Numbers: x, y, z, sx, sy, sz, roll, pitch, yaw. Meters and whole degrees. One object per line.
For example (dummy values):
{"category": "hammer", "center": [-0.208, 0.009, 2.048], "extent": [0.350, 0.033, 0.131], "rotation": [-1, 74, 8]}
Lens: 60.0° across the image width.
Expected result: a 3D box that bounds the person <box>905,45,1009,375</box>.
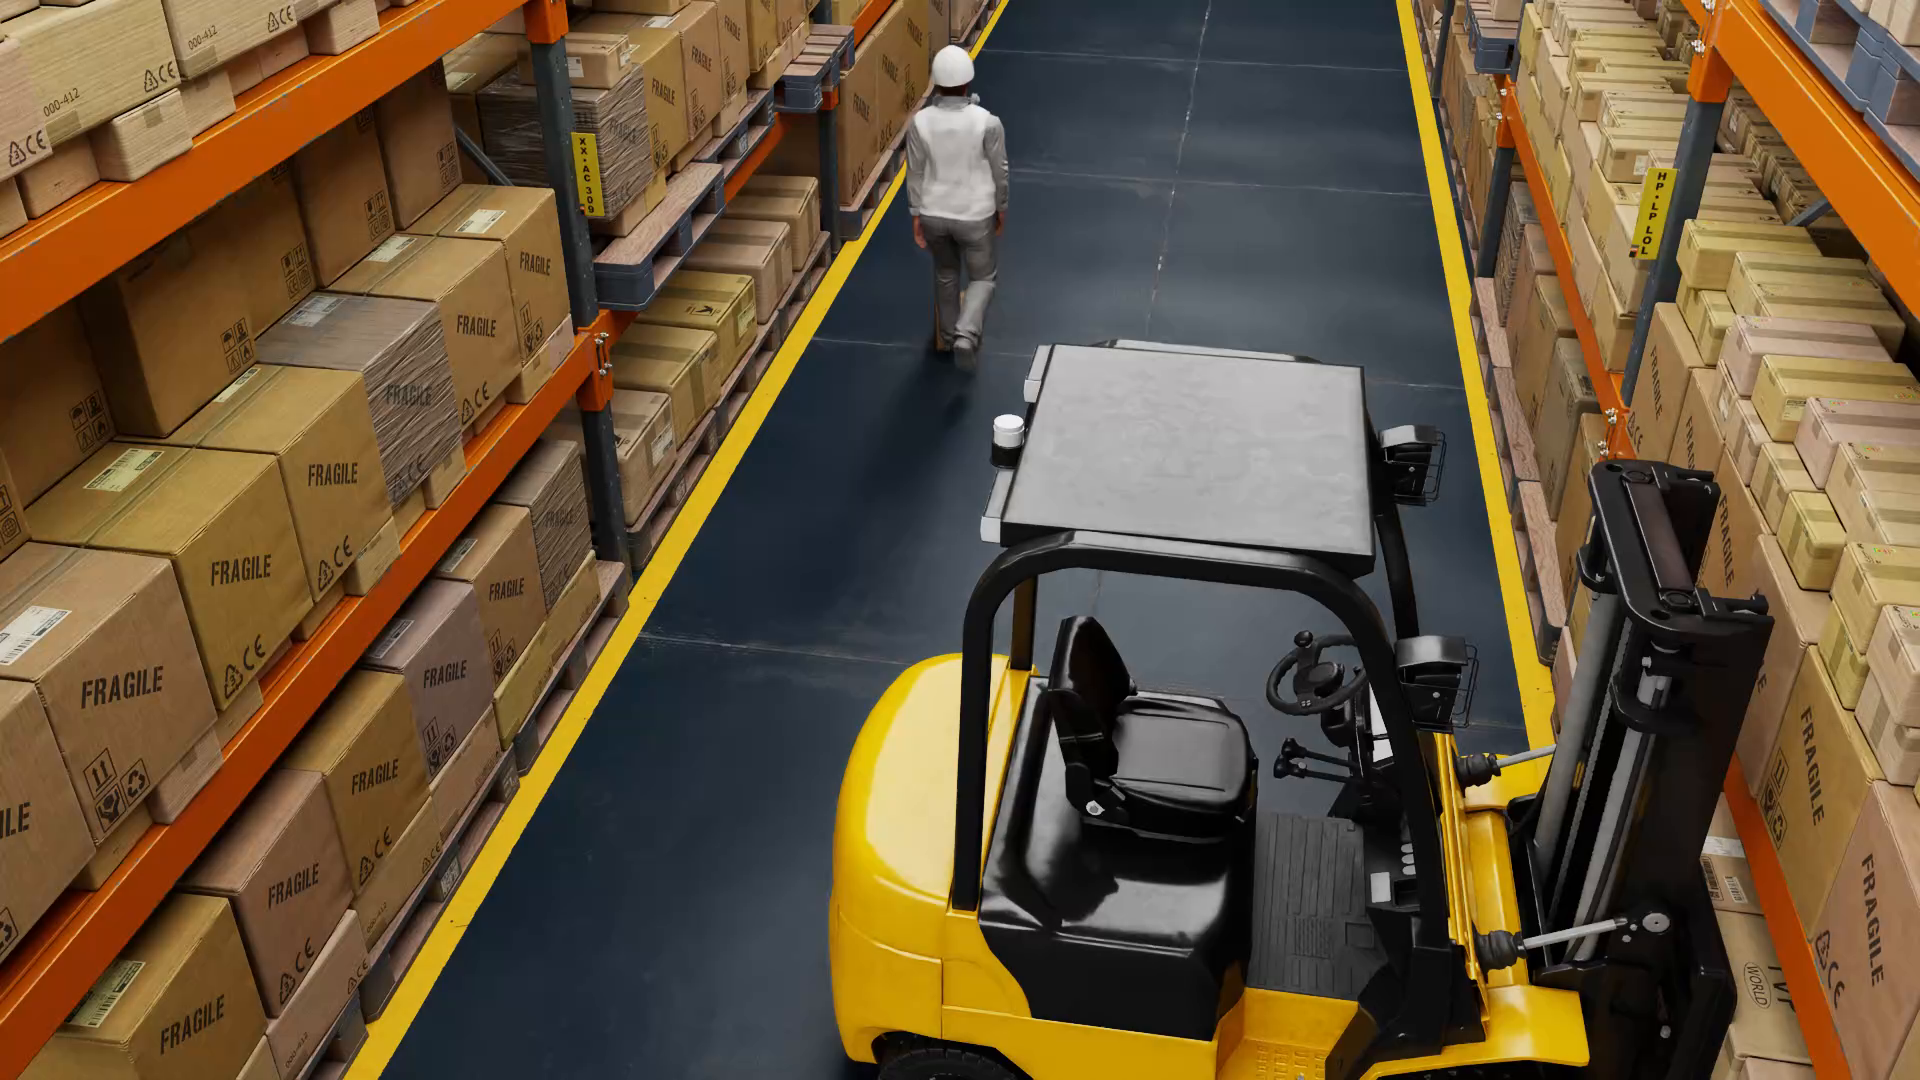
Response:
{"category": "person", "center": [-0.017, -1.742, 8.869], "extent": [0.540, 1.746, 0.812], "rotation": [7, 33, 10]}
